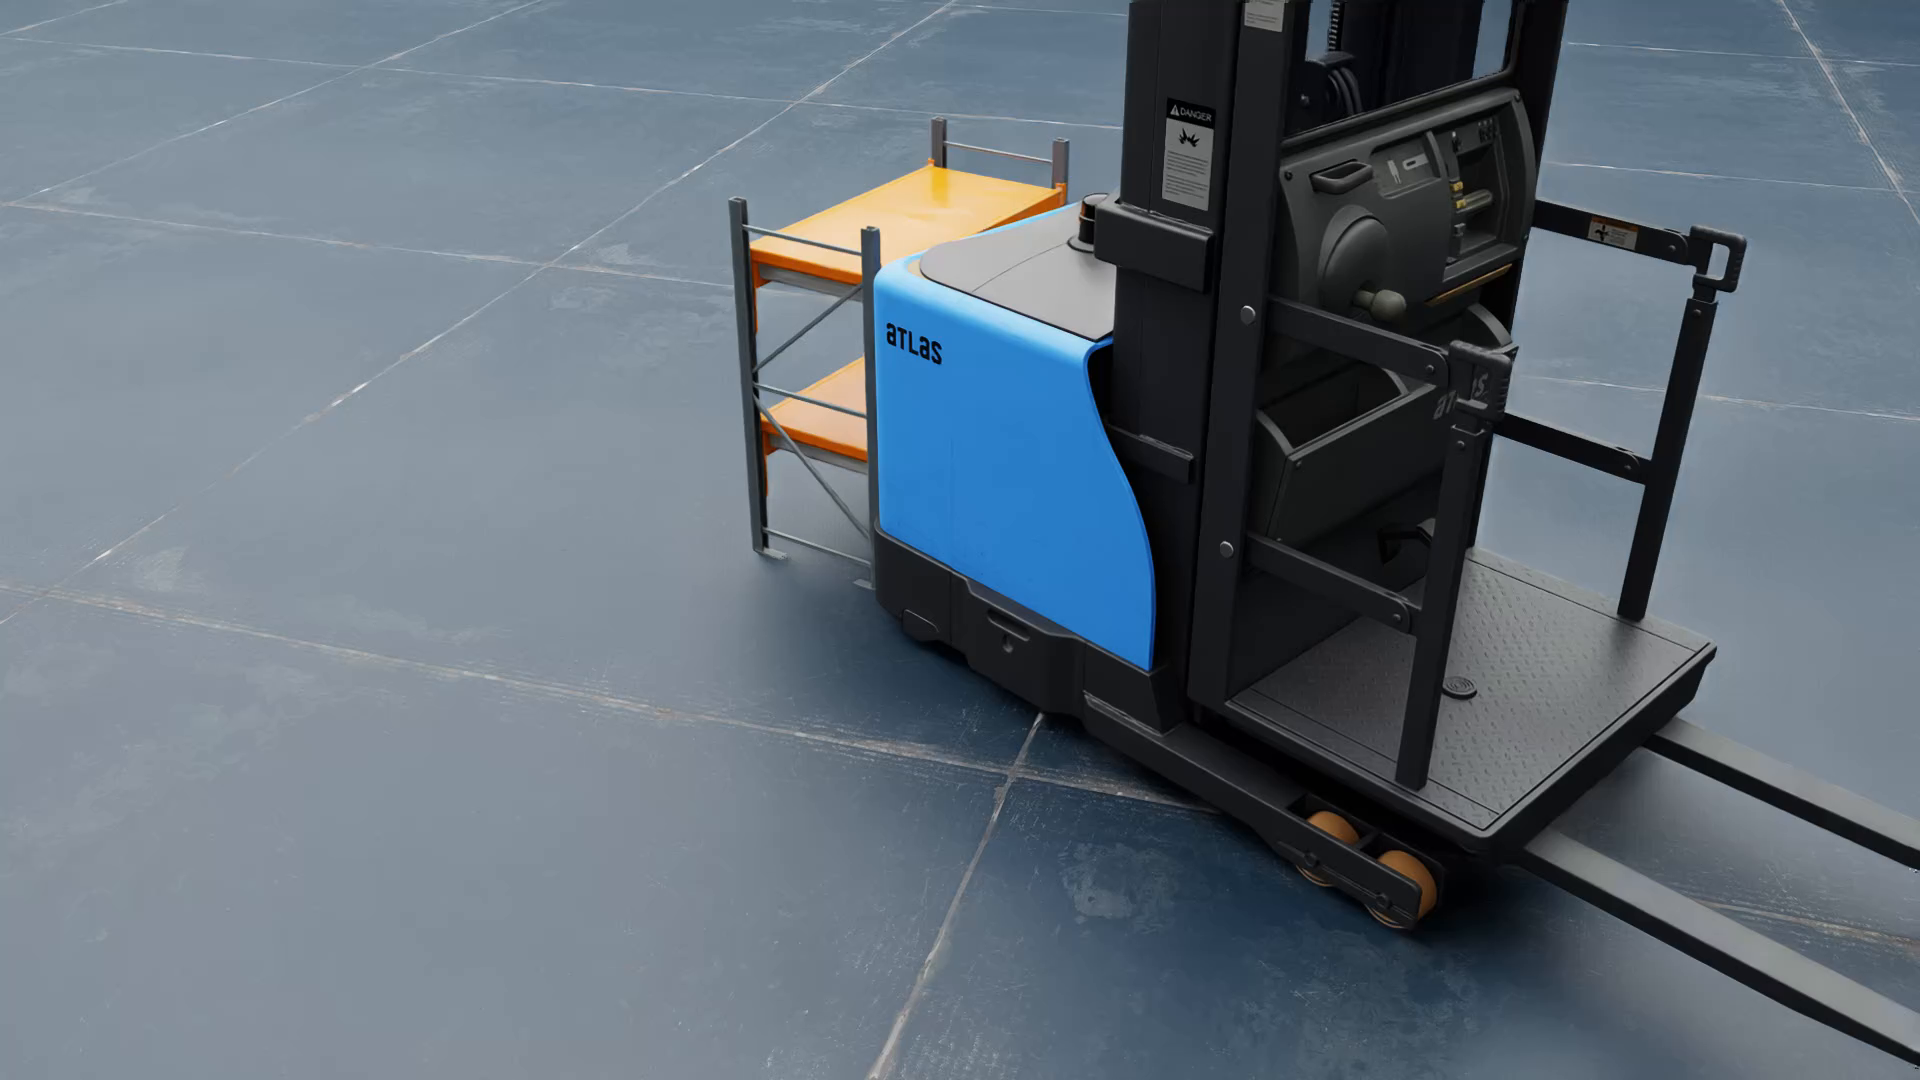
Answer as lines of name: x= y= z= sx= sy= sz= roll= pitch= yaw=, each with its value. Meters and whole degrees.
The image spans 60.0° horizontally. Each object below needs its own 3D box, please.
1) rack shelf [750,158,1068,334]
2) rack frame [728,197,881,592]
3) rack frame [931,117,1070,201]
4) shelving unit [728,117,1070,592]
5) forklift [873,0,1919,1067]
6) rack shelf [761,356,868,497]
rack shelf: x=-0.153 y=-0.863 z=5.042 sx=0.538 sy=0.278 sz=1.000 roll=18 pitch=34 yaw=28
rack frame: x=-0.430 y=-0.400 z=4.812 sx=0.500 sy=1.125 sz=0.032 roll=18 pitch=34 yaw=28
rack frame: x=0.124 y=-0.815 z=5.557 sx=0.500 sy=1.125 sz=0.032 roll=18 pitch=34 yaw=28
shelving unit: x=-0.153 y=-0.607 z=5.185 sx=0.538 sy=1.125 sz=1.048 roll=18 pitch=34 yaw=28
forklift: x=1.139 y=-0.702 z=3.498 sx=1.130 sy=2.935 sz=3.031 roll=-25 pitch=38 yaw=-37
rack shelf: x=-0.153 y=-0.394 z=5.304 sx=0.538 sy=0.278 sz=1.000 roll=18 pitch=34 yaw=28
